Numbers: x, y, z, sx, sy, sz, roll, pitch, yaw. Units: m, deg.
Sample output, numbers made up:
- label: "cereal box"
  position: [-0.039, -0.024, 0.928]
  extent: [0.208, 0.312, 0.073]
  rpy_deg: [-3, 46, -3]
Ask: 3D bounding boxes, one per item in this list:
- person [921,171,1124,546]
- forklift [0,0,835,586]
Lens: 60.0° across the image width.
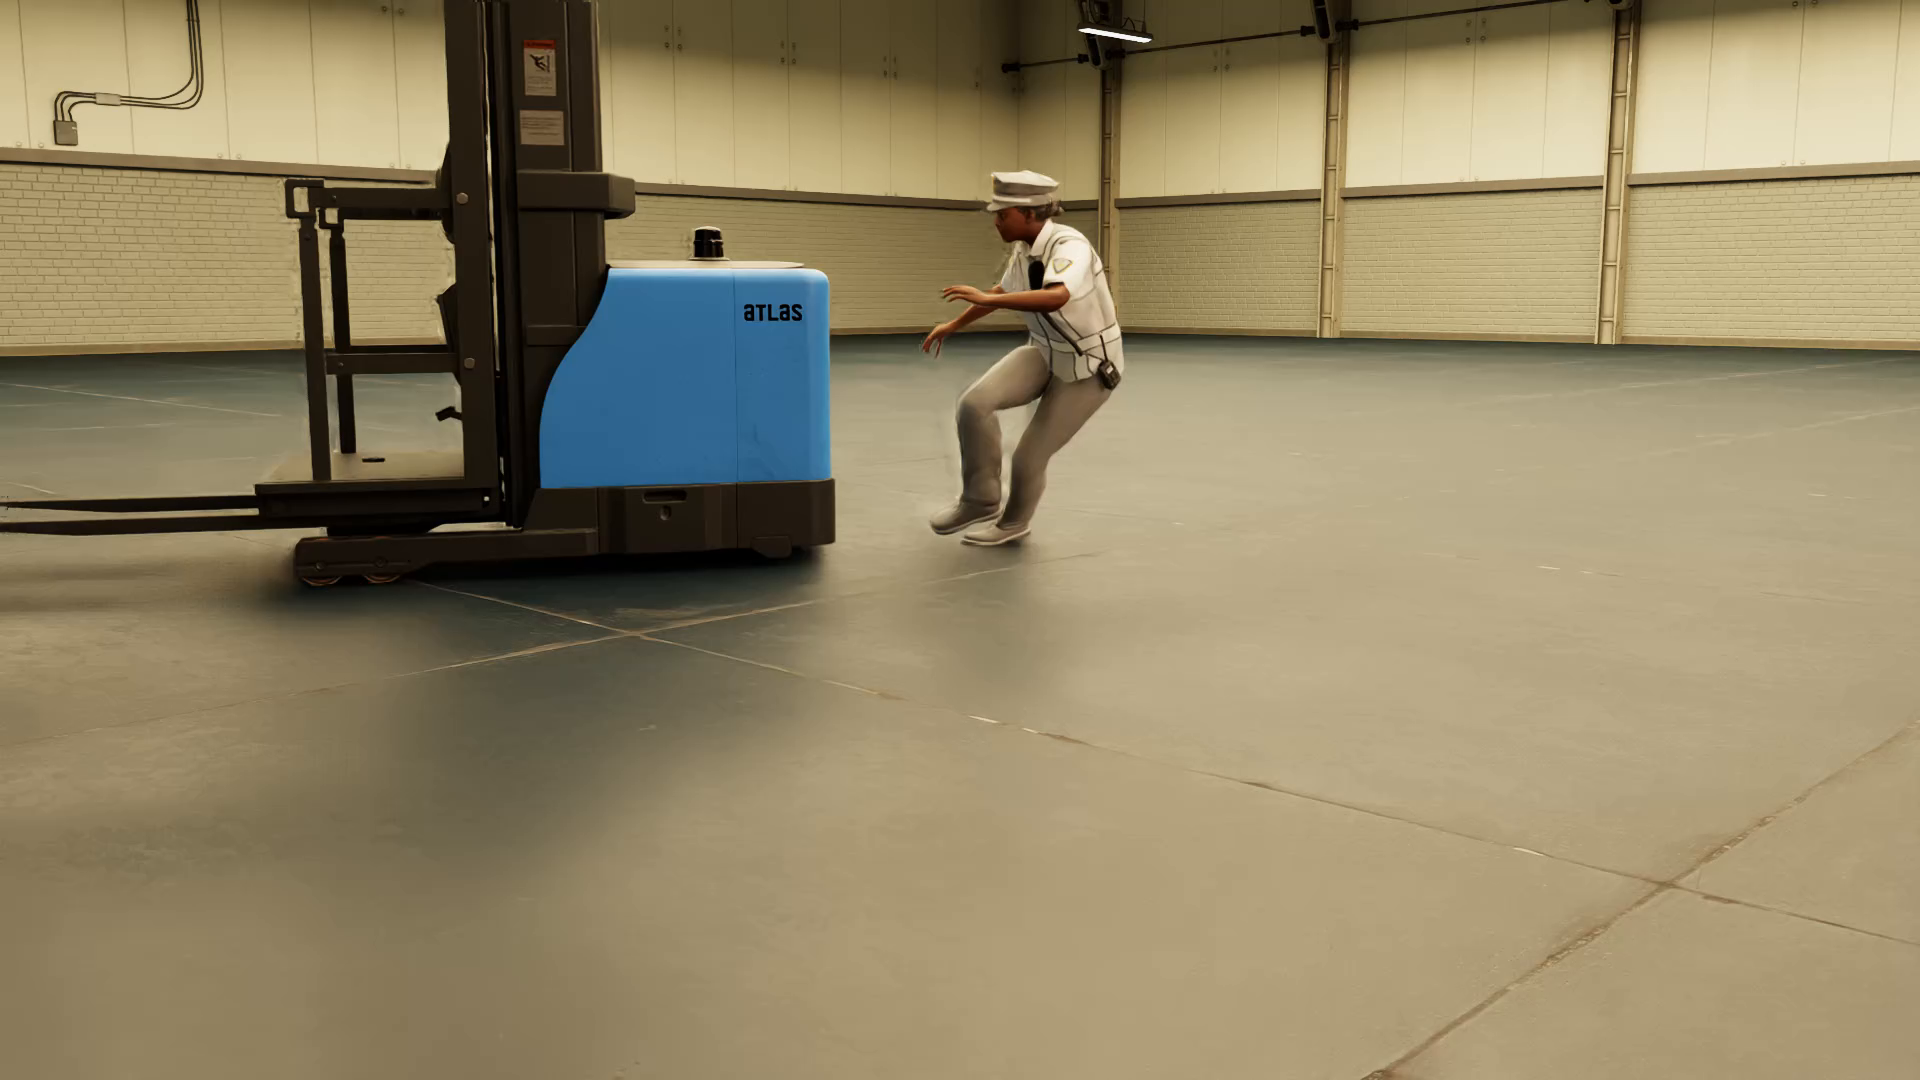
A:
- label: "person"
  position: [0.172, -0.632, 6.180]
  extent: [0.848, 1.432, 0.899]
  rpy_deg: [-8, 12, -43]
- label: "forklift"
  position: [-2.040, -1.378, 6.026]
  extent: [3.031, 2.935, 1.130]
  rpy_deg: [-2, 9, -15]
